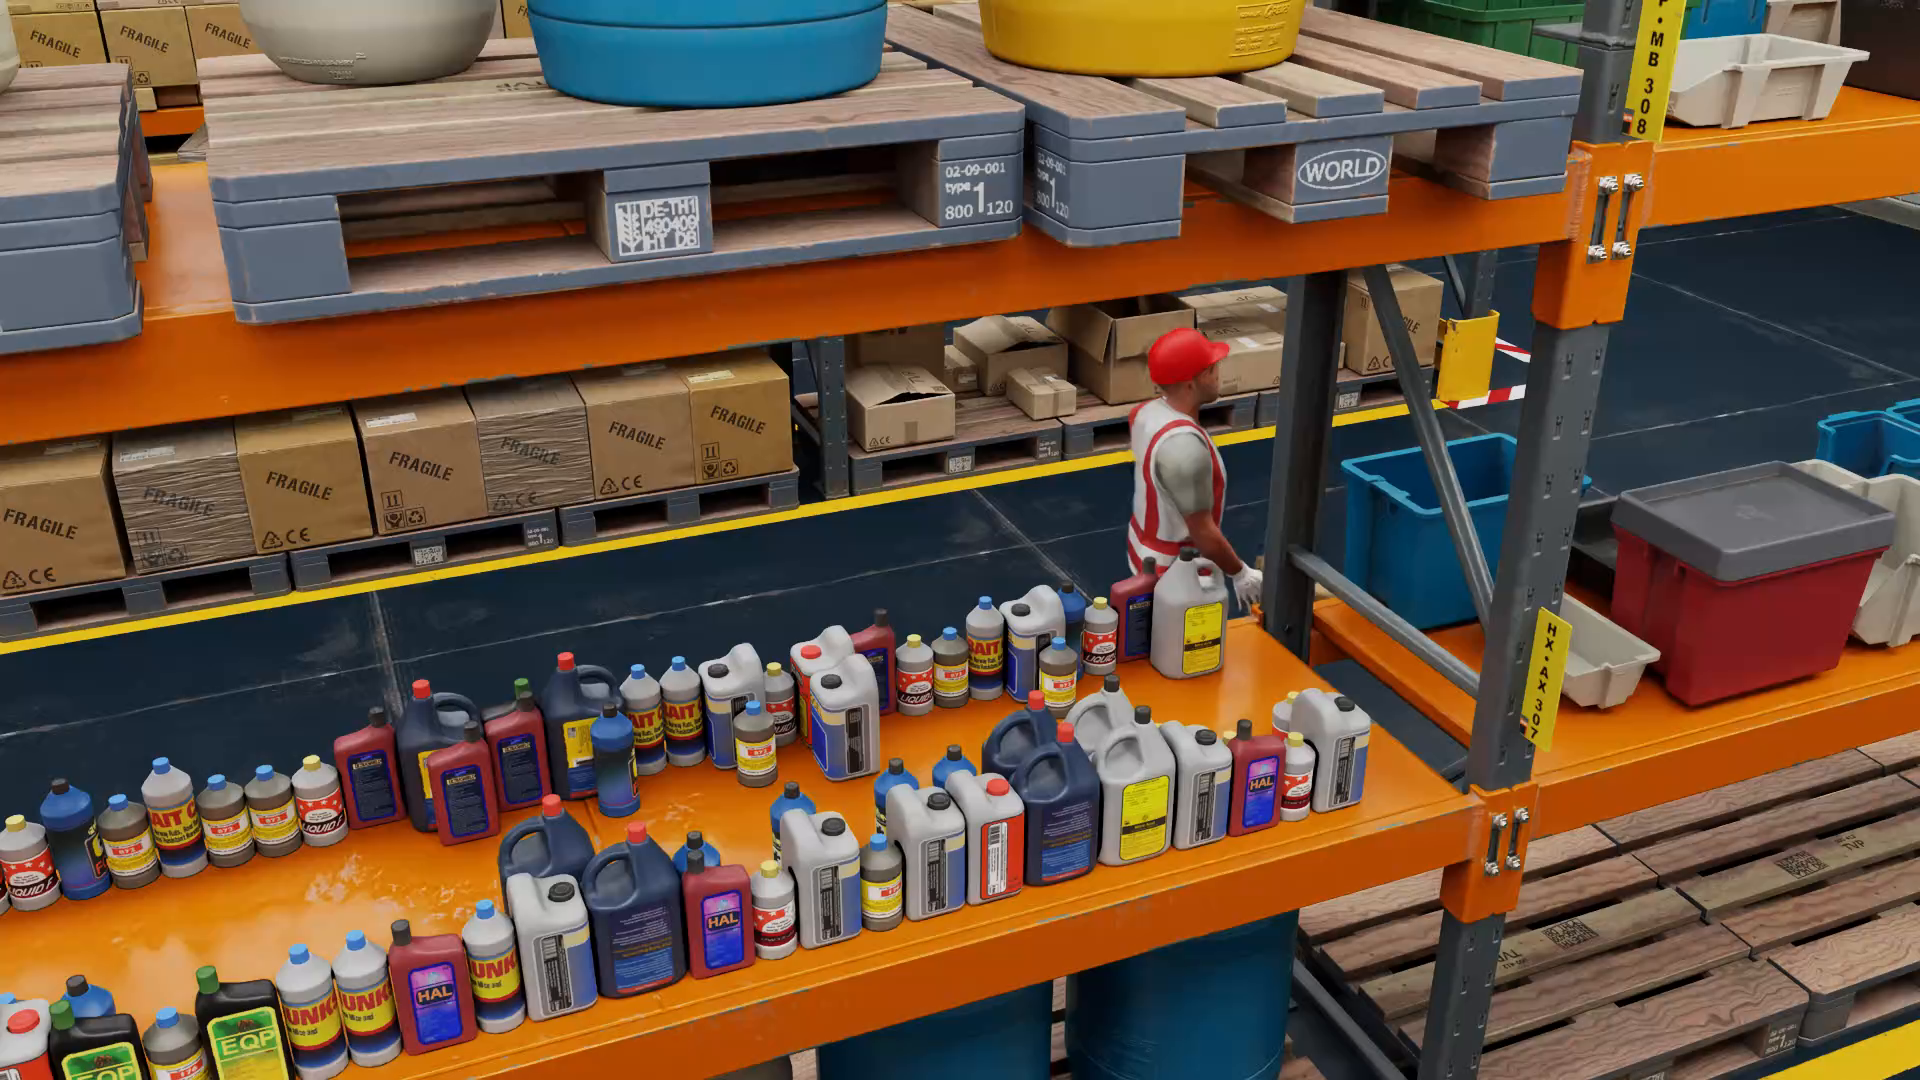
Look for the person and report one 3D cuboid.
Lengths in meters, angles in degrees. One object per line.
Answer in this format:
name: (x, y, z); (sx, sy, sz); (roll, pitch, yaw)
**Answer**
person: (0.825, 0.112, 5.847); (0.466, 1.791, 0.556); (-2, 26, -5)
